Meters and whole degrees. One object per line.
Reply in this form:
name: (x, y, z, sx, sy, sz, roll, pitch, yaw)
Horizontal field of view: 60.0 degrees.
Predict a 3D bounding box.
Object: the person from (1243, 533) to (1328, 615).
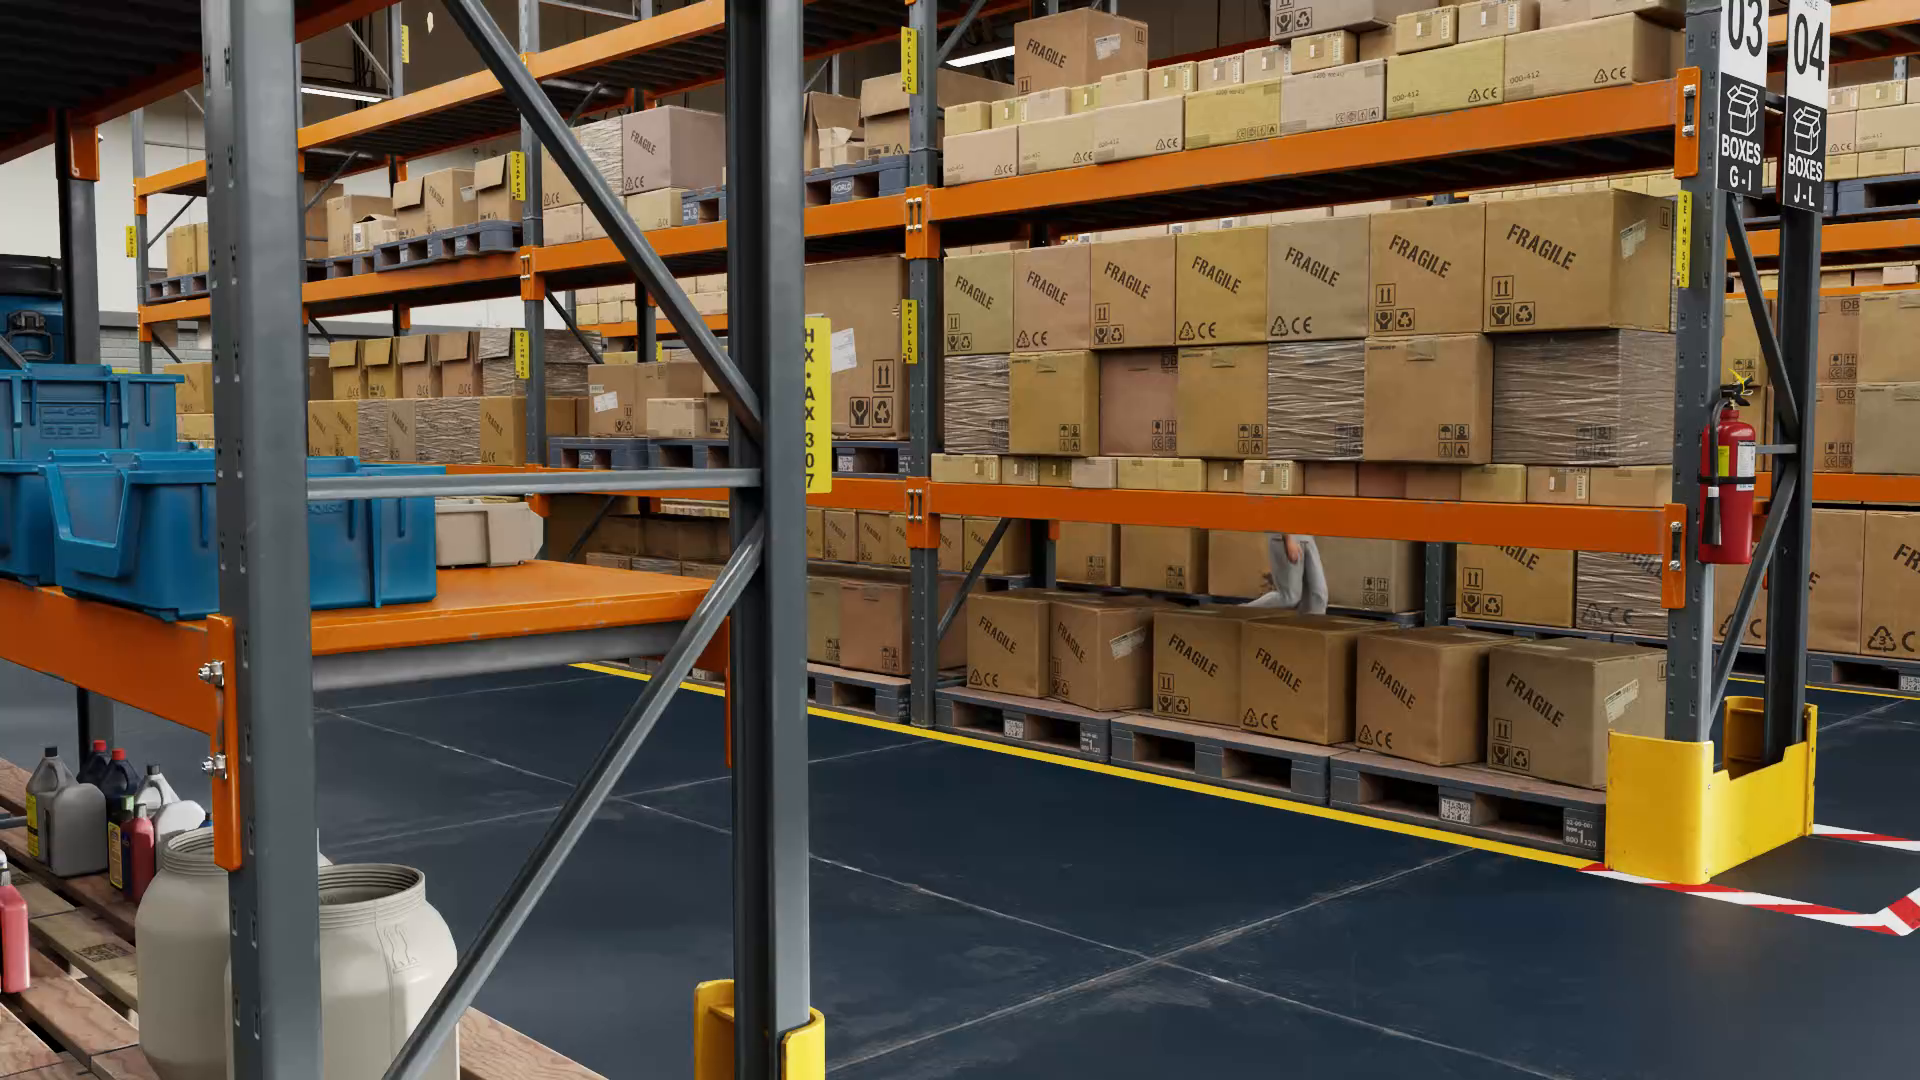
person: (2.077, 0.006, 10.690, 0.748, 1.649, 0.432, 3, 5, 33)
